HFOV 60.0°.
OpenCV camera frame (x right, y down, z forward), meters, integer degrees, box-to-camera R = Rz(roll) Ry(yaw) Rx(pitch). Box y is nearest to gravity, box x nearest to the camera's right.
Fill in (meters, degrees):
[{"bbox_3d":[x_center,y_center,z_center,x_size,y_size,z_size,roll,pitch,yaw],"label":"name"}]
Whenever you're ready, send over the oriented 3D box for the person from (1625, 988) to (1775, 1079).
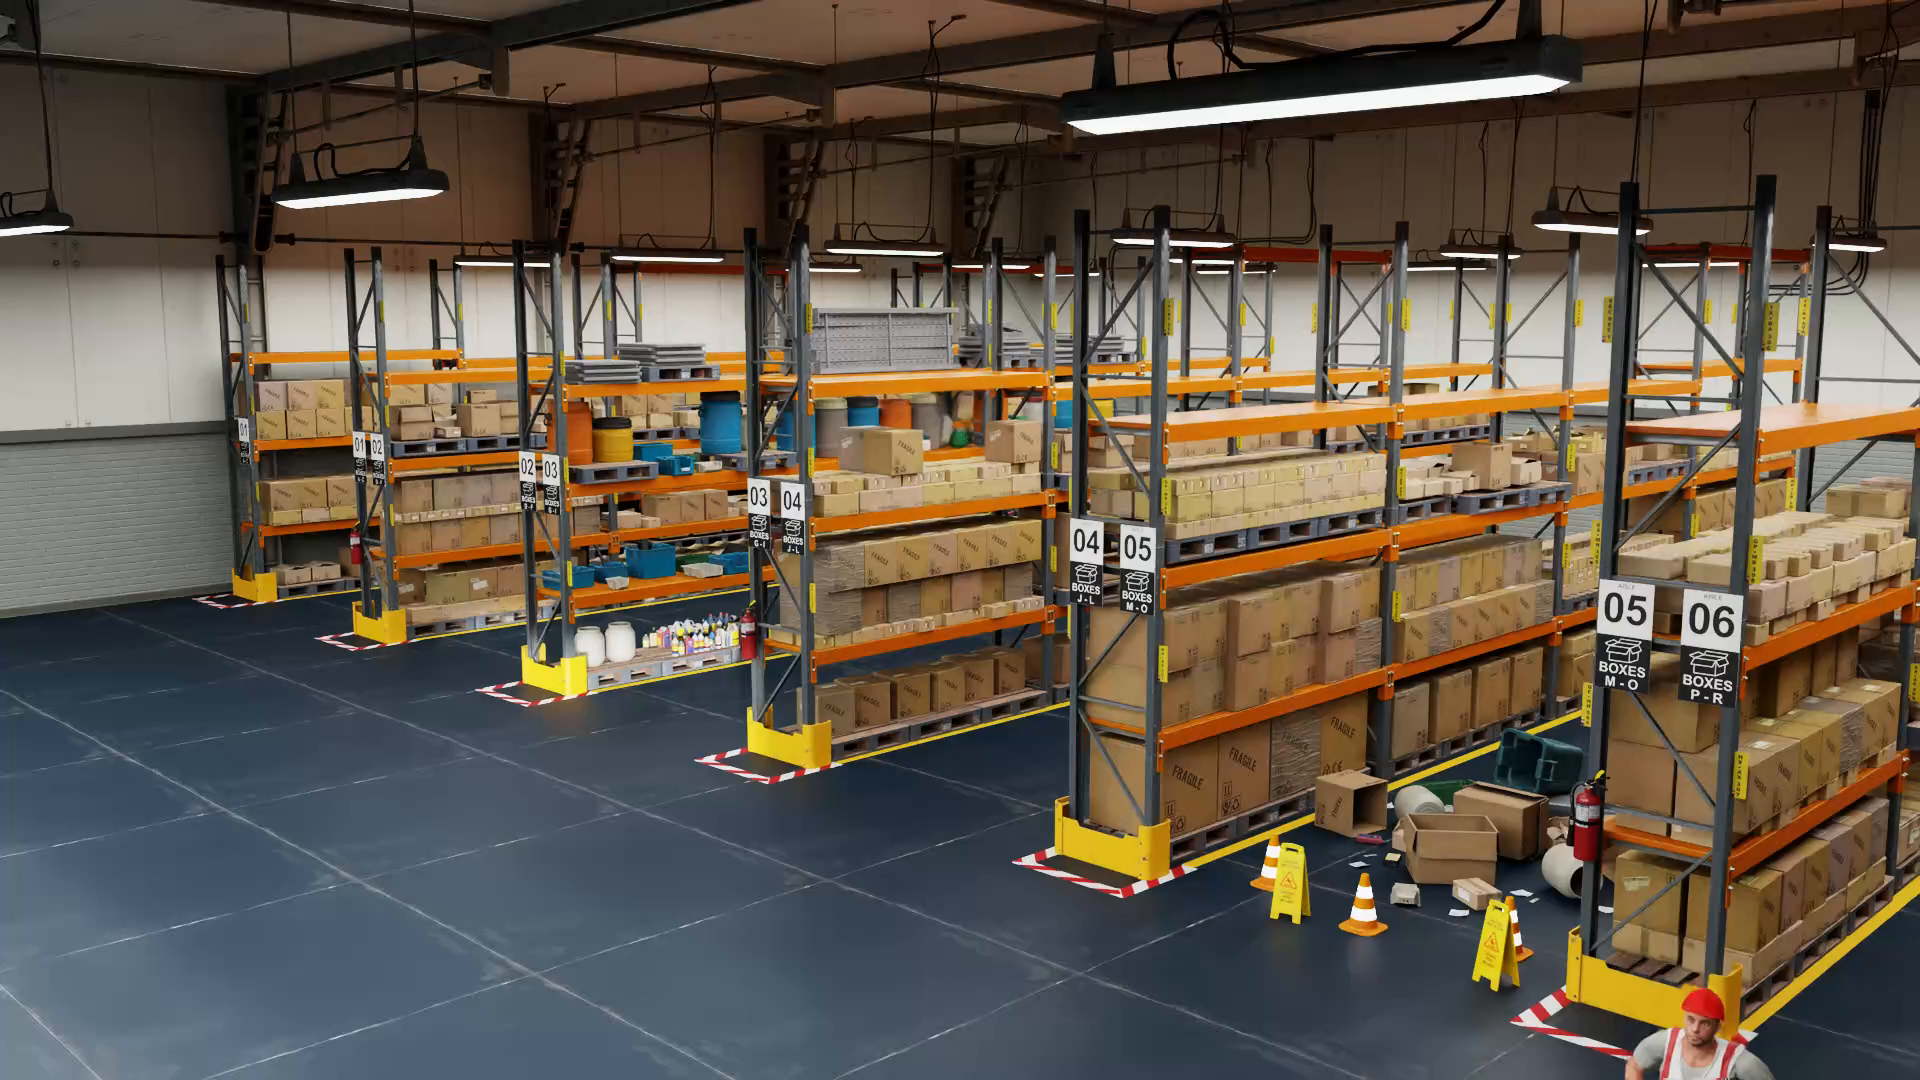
[{"bbox_3d":[3.706,3.118,8.543,0.895,1.777,0.759,6,10,36],"label":"person"}]
